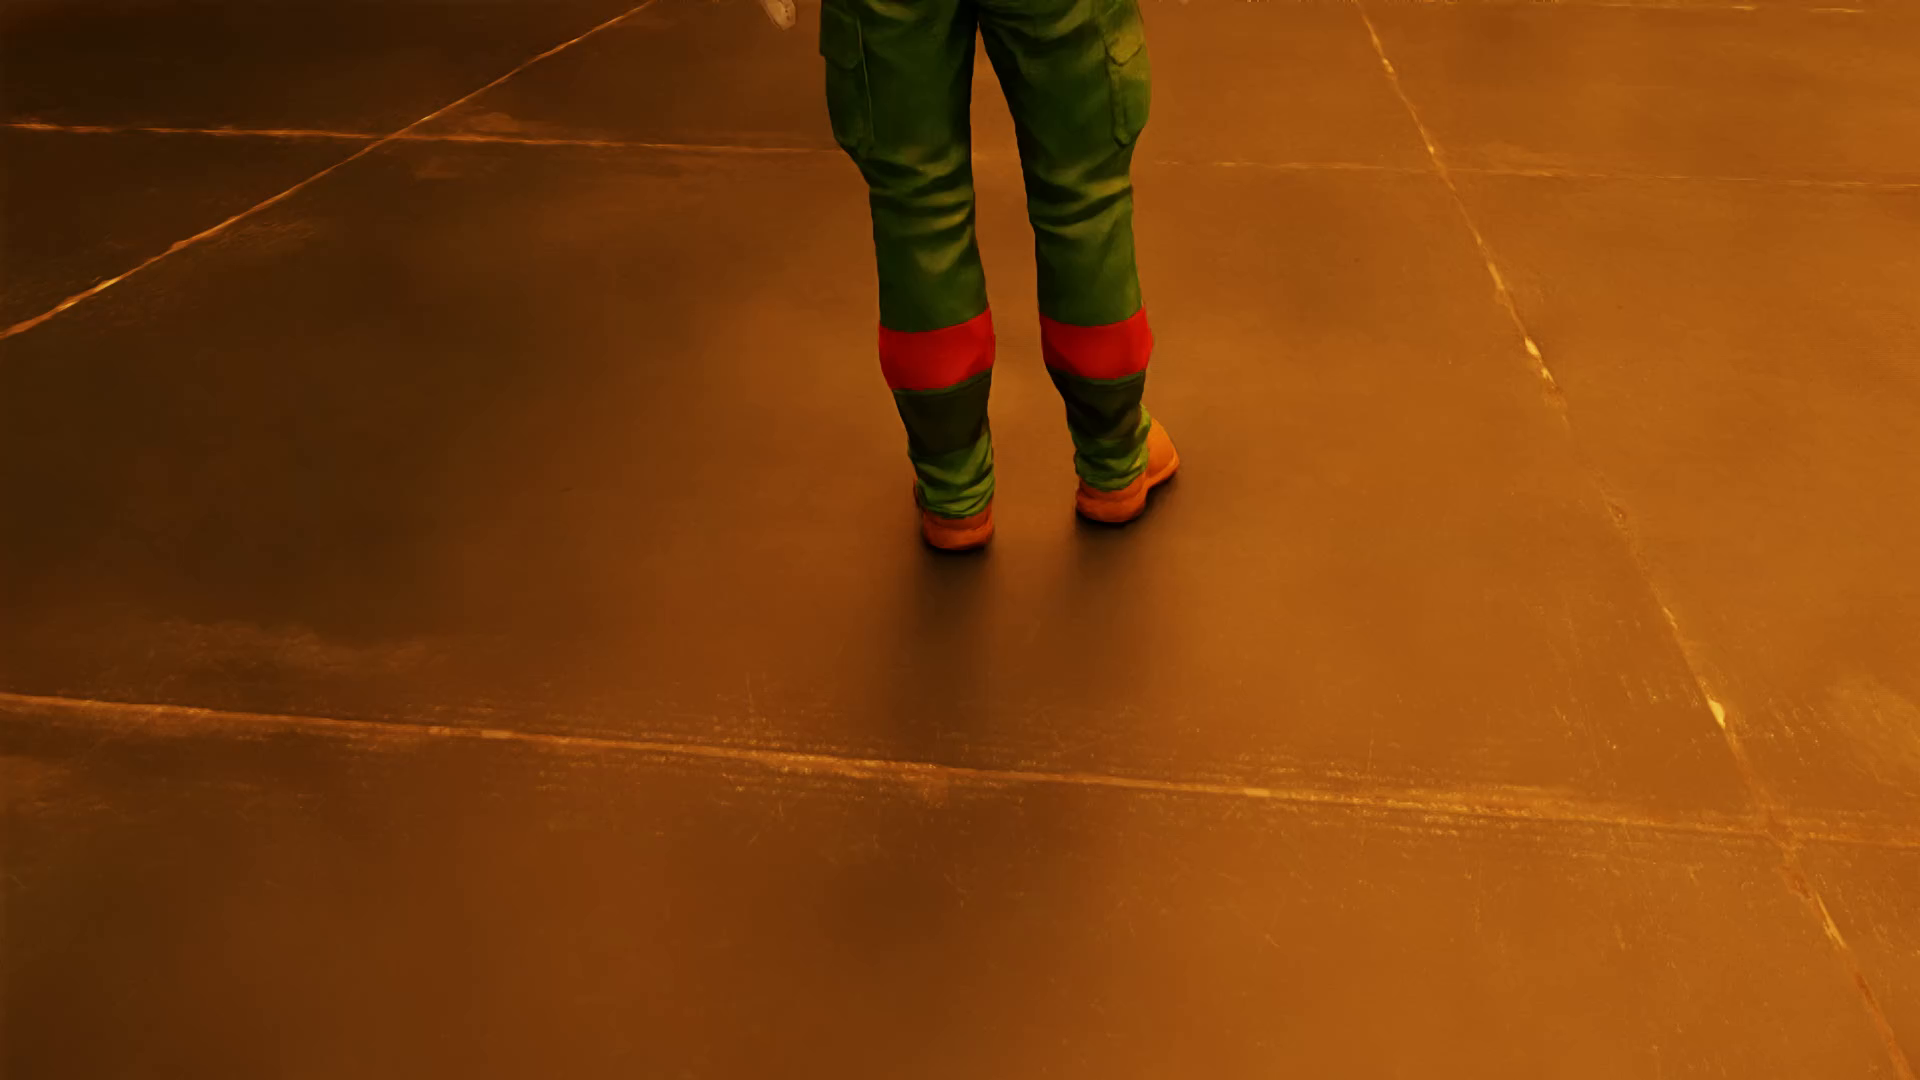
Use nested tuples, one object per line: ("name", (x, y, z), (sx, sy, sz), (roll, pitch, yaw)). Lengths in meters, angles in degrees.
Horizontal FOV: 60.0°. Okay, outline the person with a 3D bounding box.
("person", (0.022, -0.840, 2.169), (0.637, 1.783, 0.561), (3, 27, 7))
